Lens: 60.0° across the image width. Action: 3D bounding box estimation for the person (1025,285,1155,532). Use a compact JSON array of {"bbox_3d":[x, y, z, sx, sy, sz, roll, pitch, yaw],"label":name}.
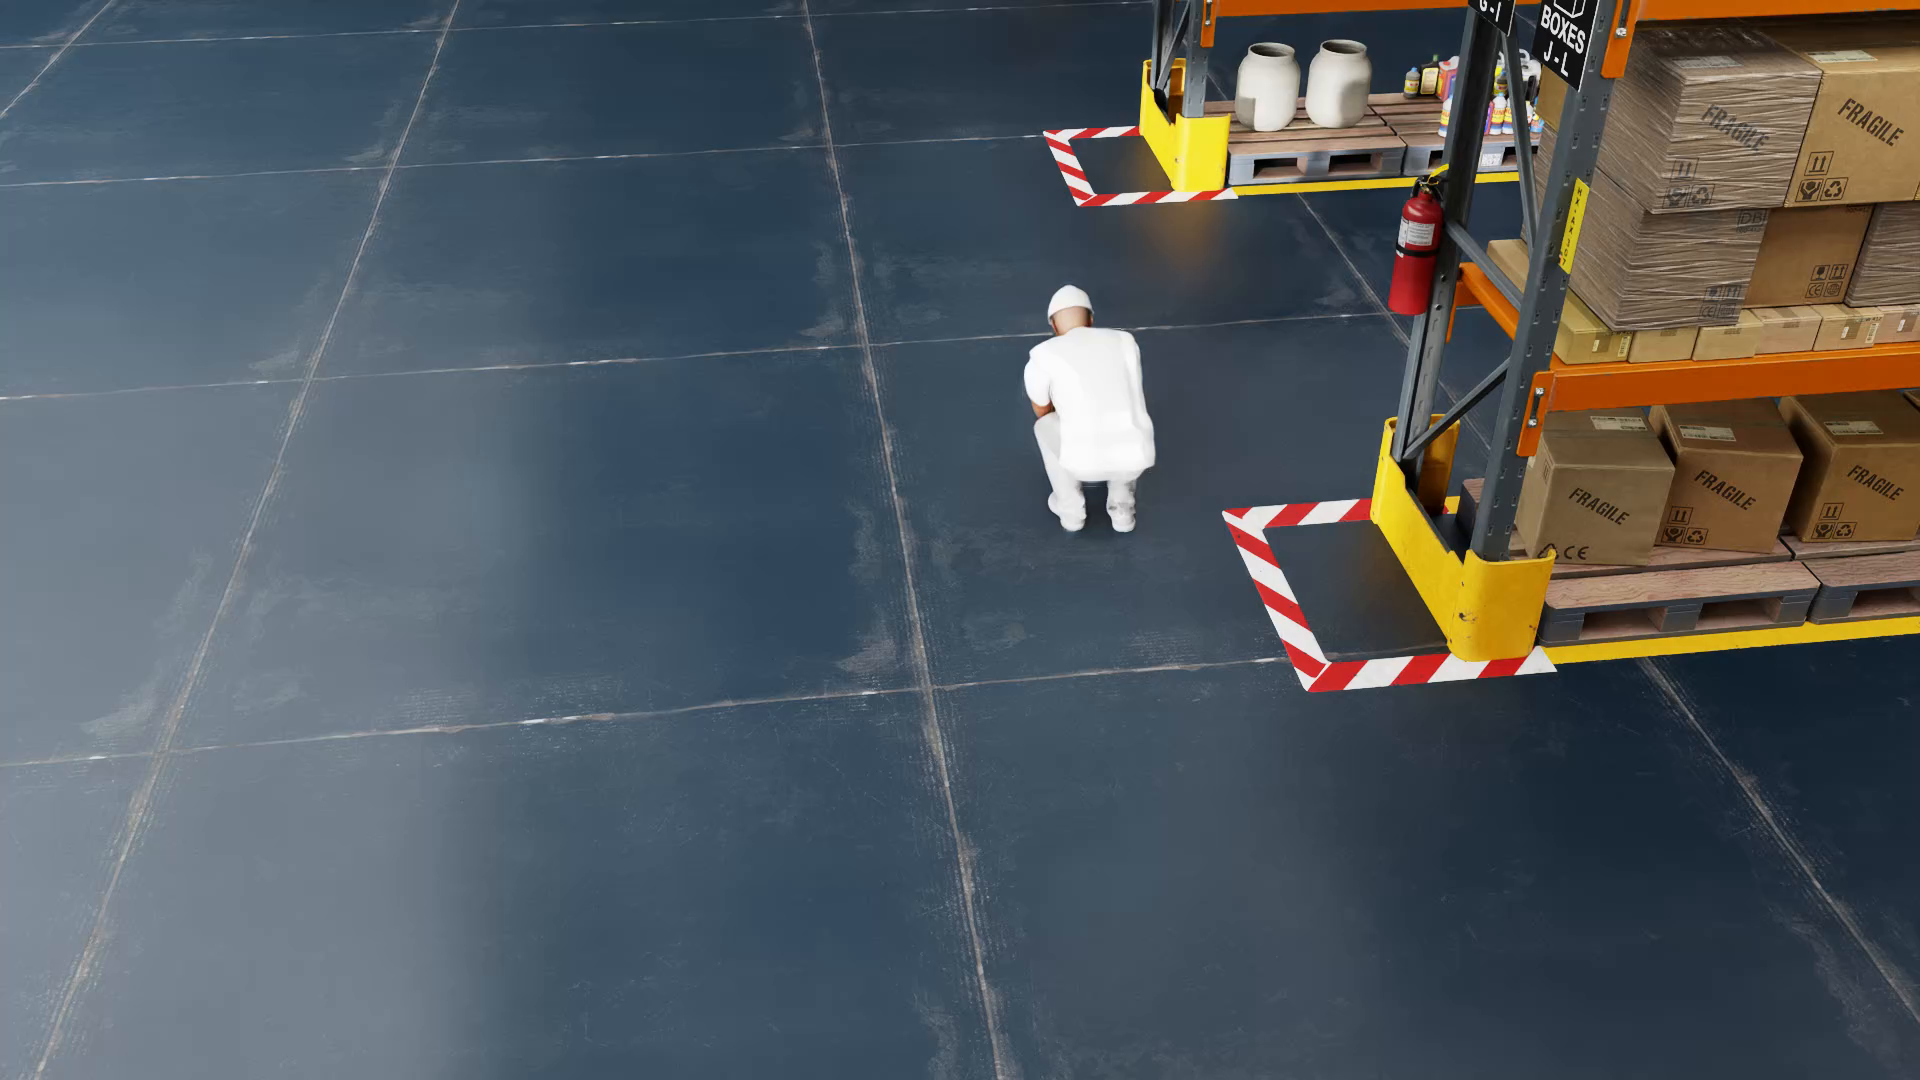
[{"bbox_3d":[0.572,-0.614,7.653,0.546,0.960,0.911,-5,35,-7],"label":"person"}]
